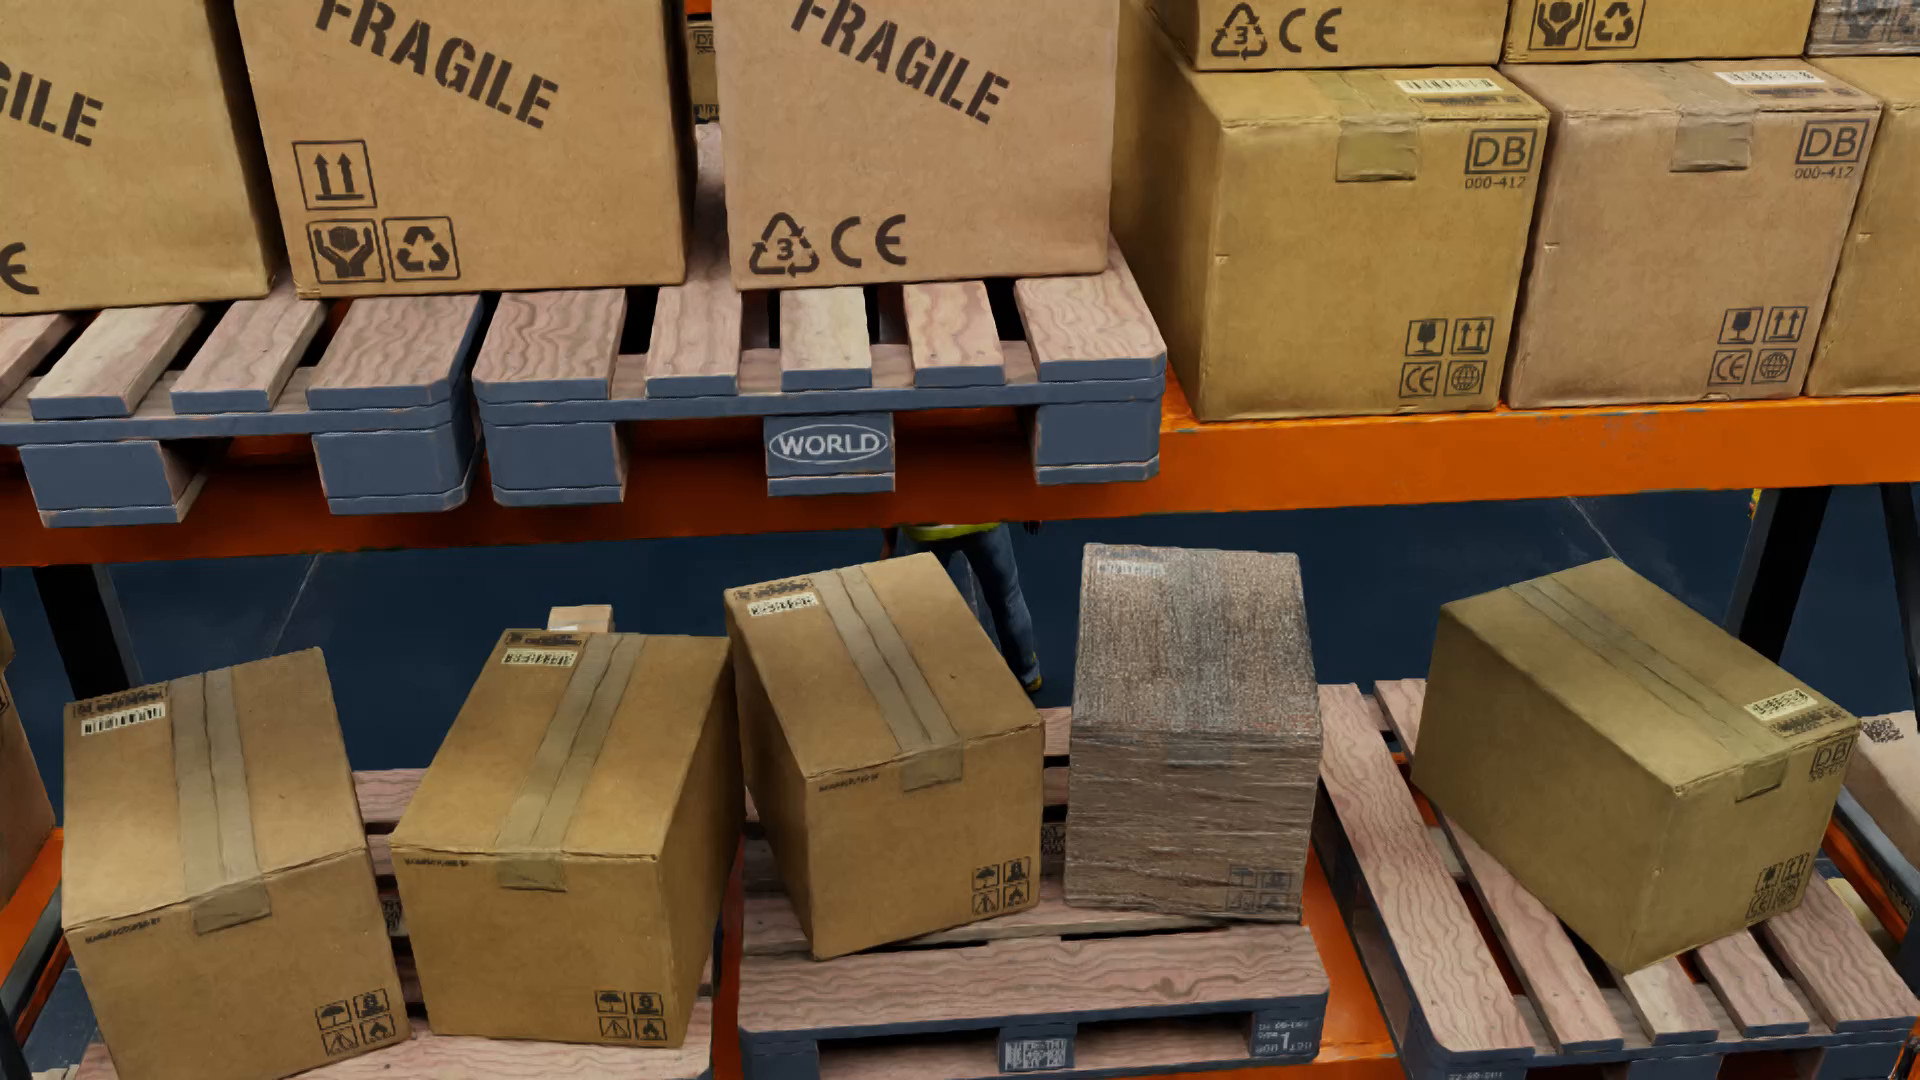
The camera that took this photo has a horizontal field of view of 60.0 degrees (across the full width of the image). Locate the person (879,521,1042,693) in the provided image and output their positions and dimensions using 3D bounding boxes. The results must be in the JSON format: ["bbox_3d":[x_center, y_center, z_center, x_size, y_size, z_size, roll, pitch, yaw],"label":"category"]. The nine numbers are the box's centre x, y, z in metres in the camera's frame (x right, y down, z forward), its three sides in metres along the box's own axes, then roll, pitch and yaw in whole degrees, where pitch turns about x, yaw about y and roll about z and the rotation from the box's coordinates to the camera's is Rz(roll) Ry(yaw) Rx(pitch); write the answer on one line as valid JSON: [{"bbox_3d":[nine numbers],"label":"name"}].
[{"bbox_3d":[0.007,-0.107,6.306,0.684,1.733,0.523,-6,31,-10],"label":"person"}]
